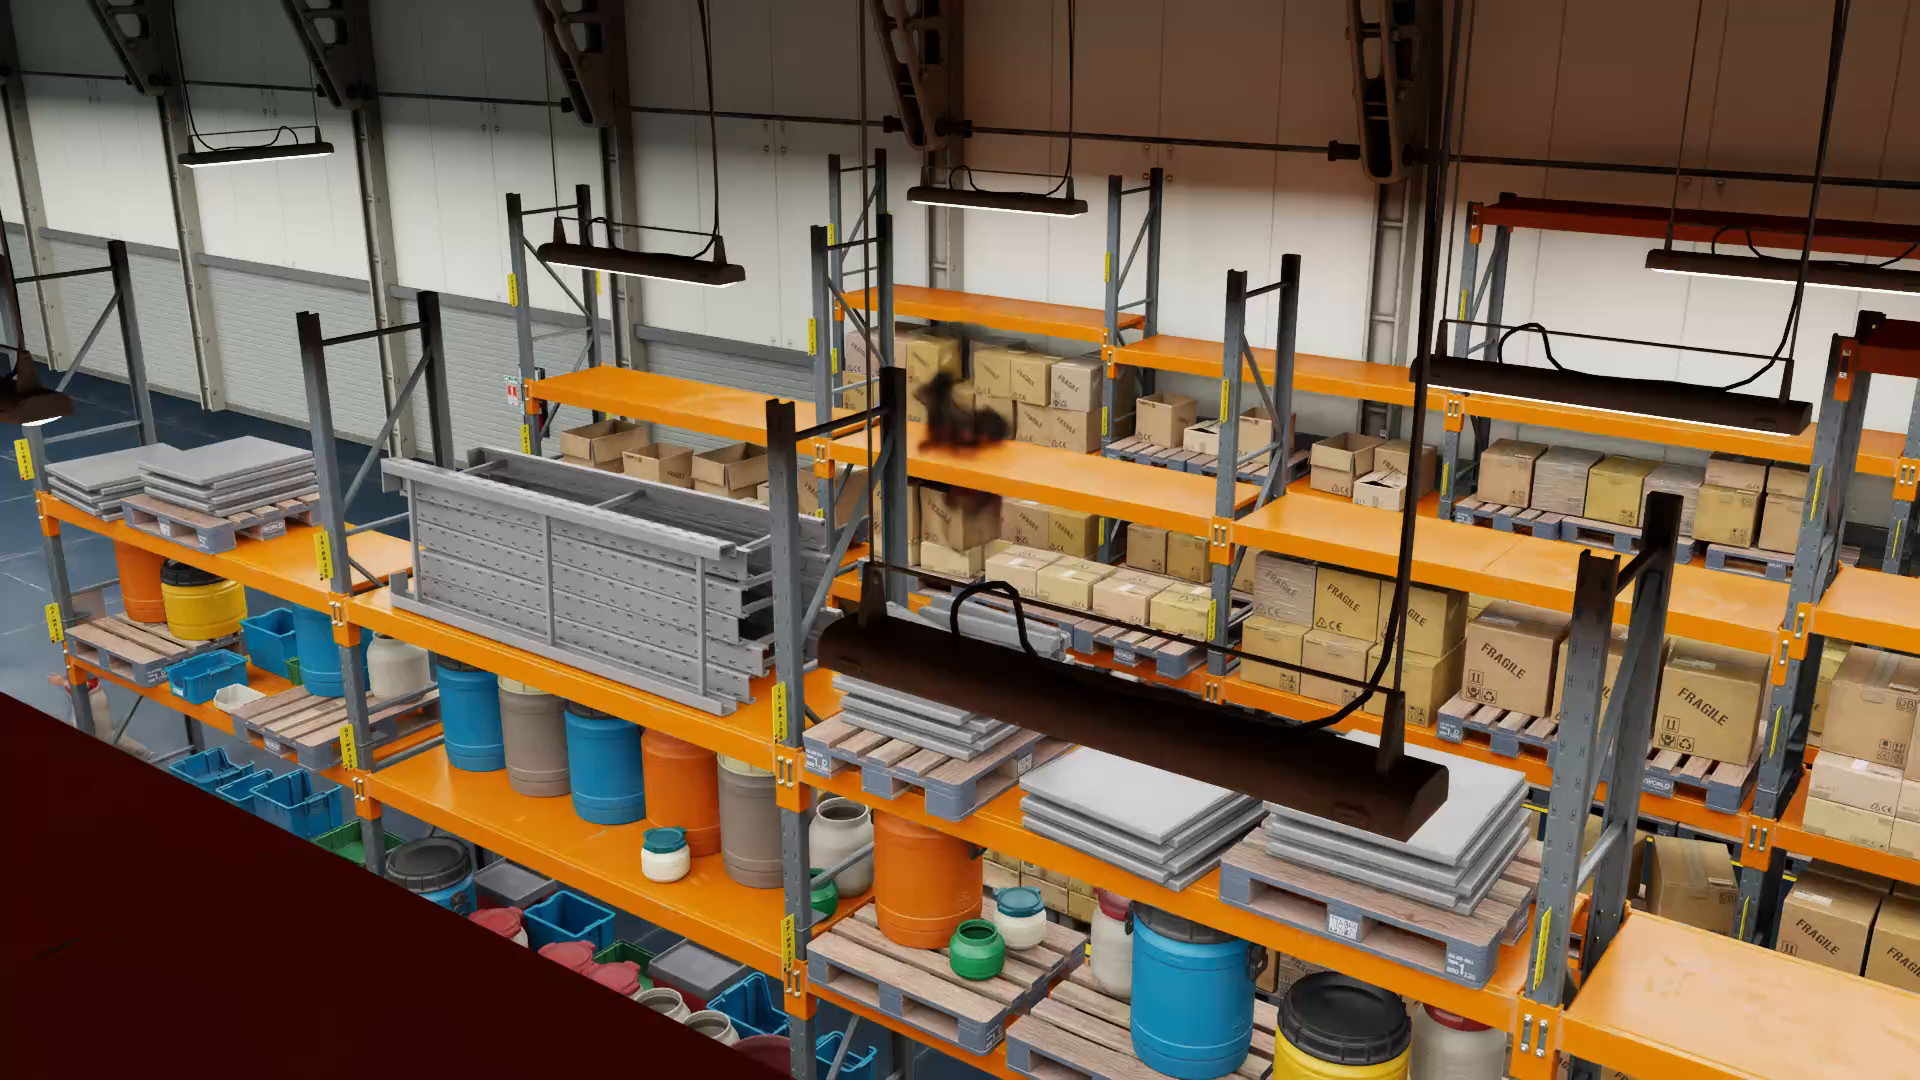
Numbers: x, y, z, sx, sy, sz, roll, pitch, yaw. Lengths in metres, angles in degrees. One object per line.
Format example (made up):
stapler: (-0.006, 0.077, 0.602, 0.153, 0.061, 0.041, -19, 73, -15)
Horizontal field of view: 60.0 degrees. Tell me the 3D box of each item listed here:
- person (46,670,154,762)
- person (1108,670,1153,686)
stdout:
person: (-9.029, 1.692, 17.282, 0.984, 1.721, 0.652, -10, 21, -27)
person: (1.613, 1.806, 16.849, 0.997, 1.766, 0.663, 8, 20, 23)
